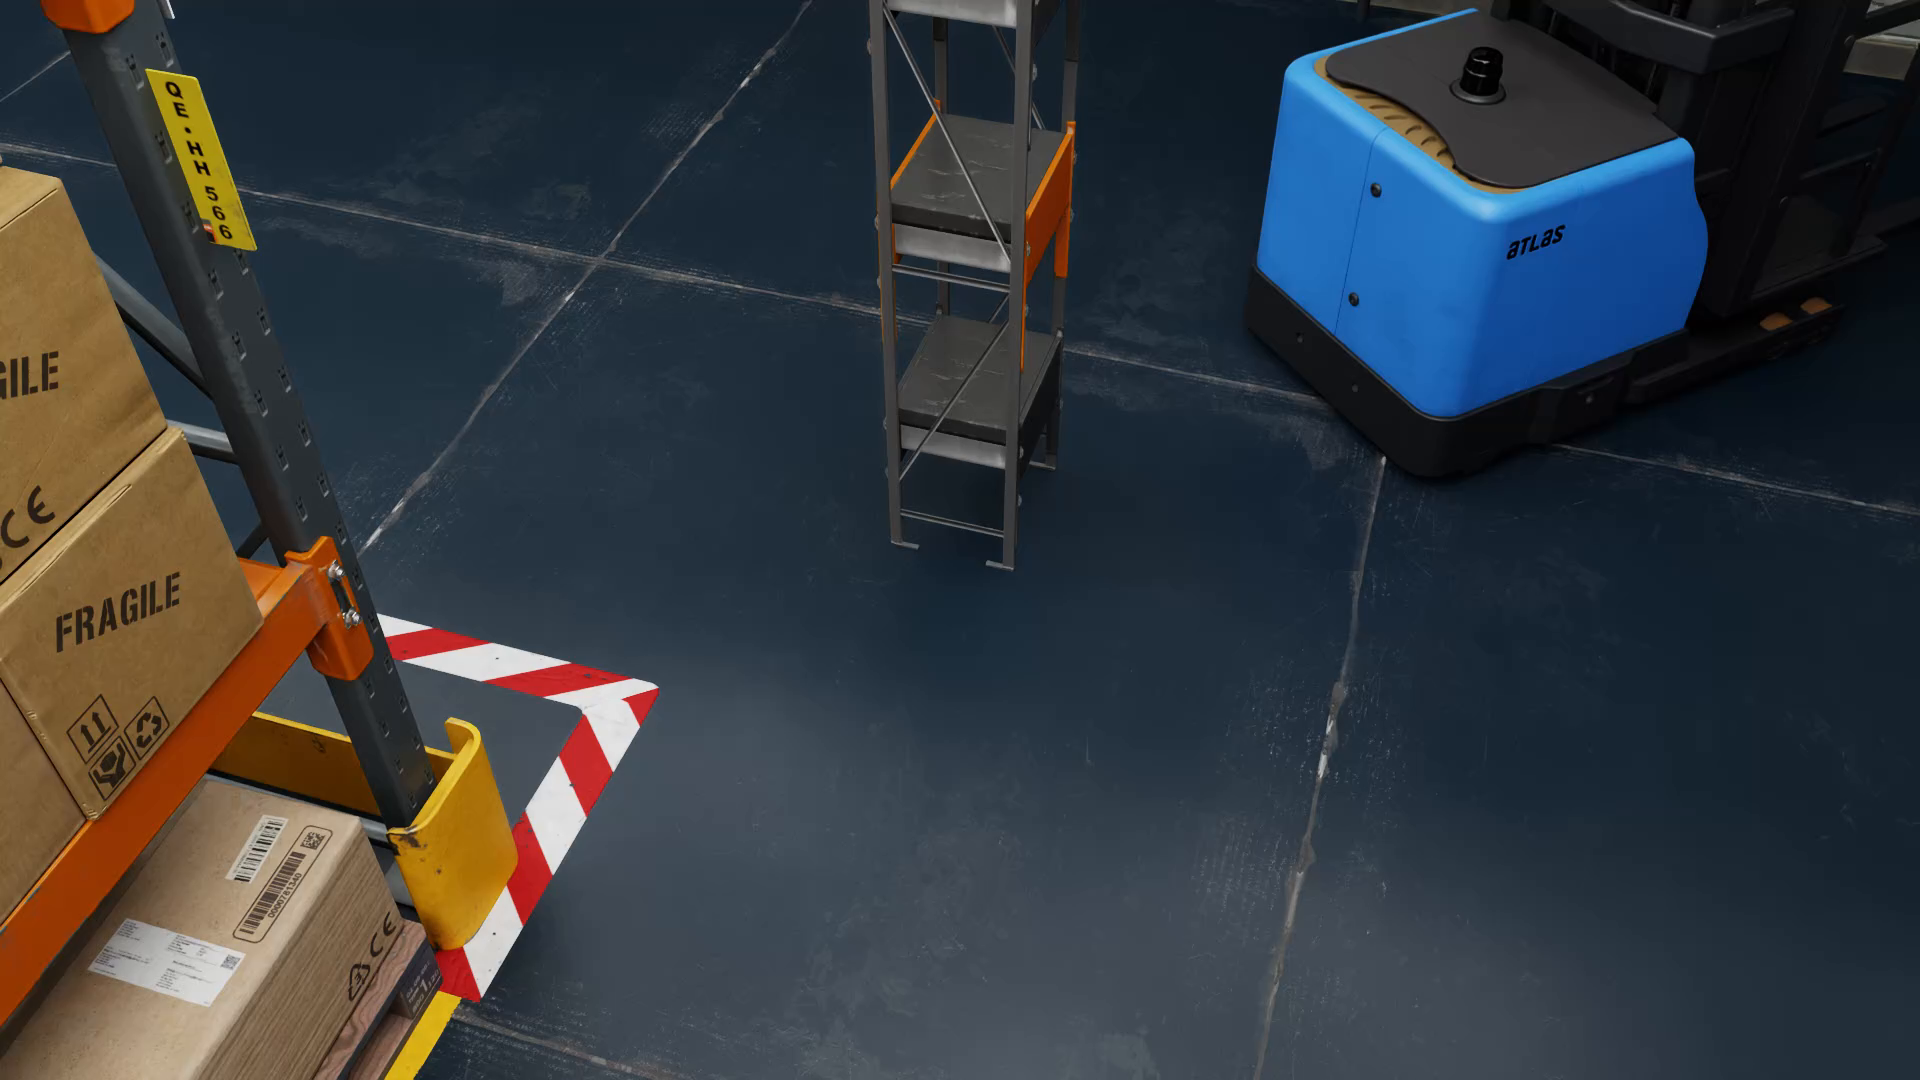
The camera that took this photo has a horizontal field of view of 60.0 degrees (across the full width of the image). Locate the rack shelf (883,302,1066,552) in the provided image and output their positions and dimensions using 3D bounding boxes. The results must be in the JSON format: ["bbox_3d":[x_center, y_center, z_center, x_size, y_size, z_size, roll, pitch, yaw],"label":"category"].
[{"bbox_3d":[0.050,-0.351,5.127,0.431,0.518,0.480,13,46,13],"label":"rack shelf"}]

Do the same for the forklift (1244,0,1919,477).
[{"bbox_3d":[2.563,-1.992,5.190,3.031,2.935,1.130,-20,48,-20],"label":"forklift"}]

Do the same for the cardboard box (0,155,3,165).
[{"bbox_3d":[-1.682,-0.591,2.459,0.380,0.149,0.250,13,46,13],"label":"cardboard box"}]

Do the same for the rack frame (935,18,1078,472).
[{"bbox_3d":[0.124,-1.023,4.795,0.400,2.100,0.015,13,46,13],"label":"rack frame"}]

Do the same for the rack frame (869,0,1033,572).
[{"bbox_3d":[-0.024,-0.698,4.462,0.400,2.100,0.015,13,46,13],"label":"rack frame"}]

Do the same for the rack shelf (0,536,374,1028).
[{"bbox_3d":[-2.370,1.343,2.247,1.077,0.370,4.000,13,46,13],"label":"rack shelf"}]

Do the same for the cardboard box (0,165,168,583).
[{"bbox_3d":[-1.683,-0.269,2.593,0.500,0.500,0.500,14,46,14],"label":"cardboard box"}]

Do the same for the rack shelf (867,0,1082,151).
[{"bbox_3d":[0.050,-1.351,4.148,0.431,0.518,0.480,13,46,13],"label":"rack shelf"}]

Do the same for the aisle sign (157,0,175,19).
[{"bbox_3d":[-1.447,-1.159,2.431,0.394,0.787,0.004,13,46,13],"label":"aisle sign"}]

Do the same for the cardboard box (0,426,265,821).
[{"bbox_3d":[-1.658,0.095,2.937,0.500,0.500,0.500,13,46,13],"label":"cardboard box"}]

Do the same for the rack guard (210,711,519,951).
[{"bbox_3d":[-1.757,0.630,4.249,1.175,0.500,0.348,13,46,13],"label":"rack guard"}]

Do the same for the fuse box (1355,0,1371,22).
[{"bbox_3d":[1.879,-3.008,7.101,0.539,1.711,0.414,13,46,13],"label":"fuse box"}]

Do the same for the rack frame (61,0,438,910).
[{"bbox_3d":[-1.764,-0.247,3.358,1.000,3.000,0.127,13,46,13],"label":"rack frame"}]

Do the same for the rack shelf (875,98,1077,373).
[{"bbox_3d":[0.050,-0.851,4.638,0.431,0.518,0.480,13,46,13],"label":"rack shelf"}]

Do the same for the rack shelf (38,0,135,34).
[{"bbox_3d":[-2.370,0.271,1.198,1.077,0.370,4.000,13,46,13],"label":"rack shelf"}]

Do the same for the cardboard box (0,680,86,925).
[{"bbox_3d":[-1.824,0.426,2.599,0.500,0.500,0.500,12,46,12],"label":"cardboard box"}]

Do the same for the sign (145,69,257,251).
[{"bbox_3d":[-1.251,-0.622,2.743,0.100,0.325,0.005,13,46,13],"label":"sign"}]

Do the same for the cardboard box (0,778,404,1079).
[{"bbox_3d":[-1.869,0.980,3.636,0.875,0.438,0.875,11,45,11],"label":"cardboard box"}]

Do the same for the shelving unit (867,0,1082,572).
[{"bbox_3d":[0.050,-0.861,4.628,0.431,2.100,0.503,13,46,13],"label":"shelving unit"}]

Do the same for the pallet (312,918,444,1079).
[{"bbox_3d":[-1.932,1.299,3.772,1.003,0.211,1.213,13,46,13],"label":"pallet"}]
